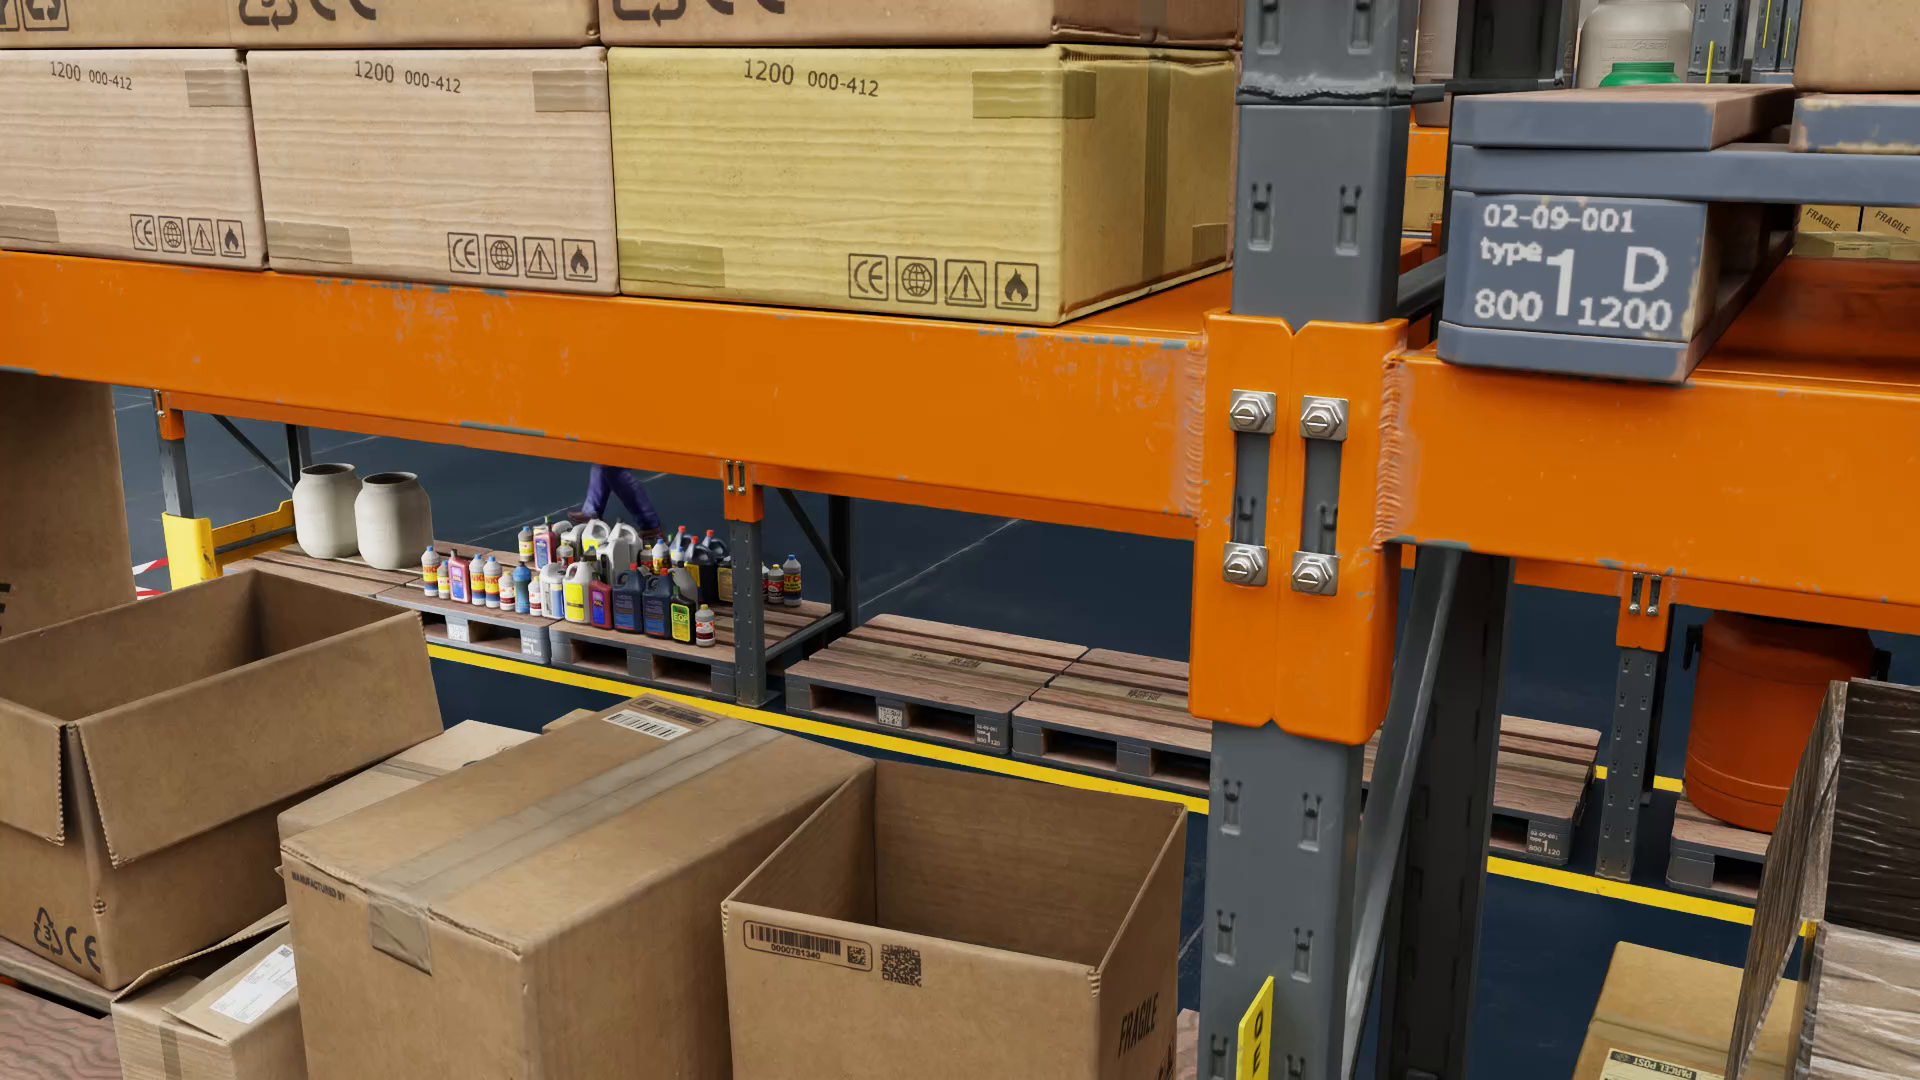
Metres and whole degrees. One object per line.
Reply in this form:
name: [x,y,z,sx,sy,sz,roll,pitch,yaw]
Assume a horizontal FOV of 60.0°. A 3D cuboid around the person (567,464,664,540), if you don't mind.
person: [-2.325,-0.800,10.881,0.975,1.593,0.506,8,18,26]
